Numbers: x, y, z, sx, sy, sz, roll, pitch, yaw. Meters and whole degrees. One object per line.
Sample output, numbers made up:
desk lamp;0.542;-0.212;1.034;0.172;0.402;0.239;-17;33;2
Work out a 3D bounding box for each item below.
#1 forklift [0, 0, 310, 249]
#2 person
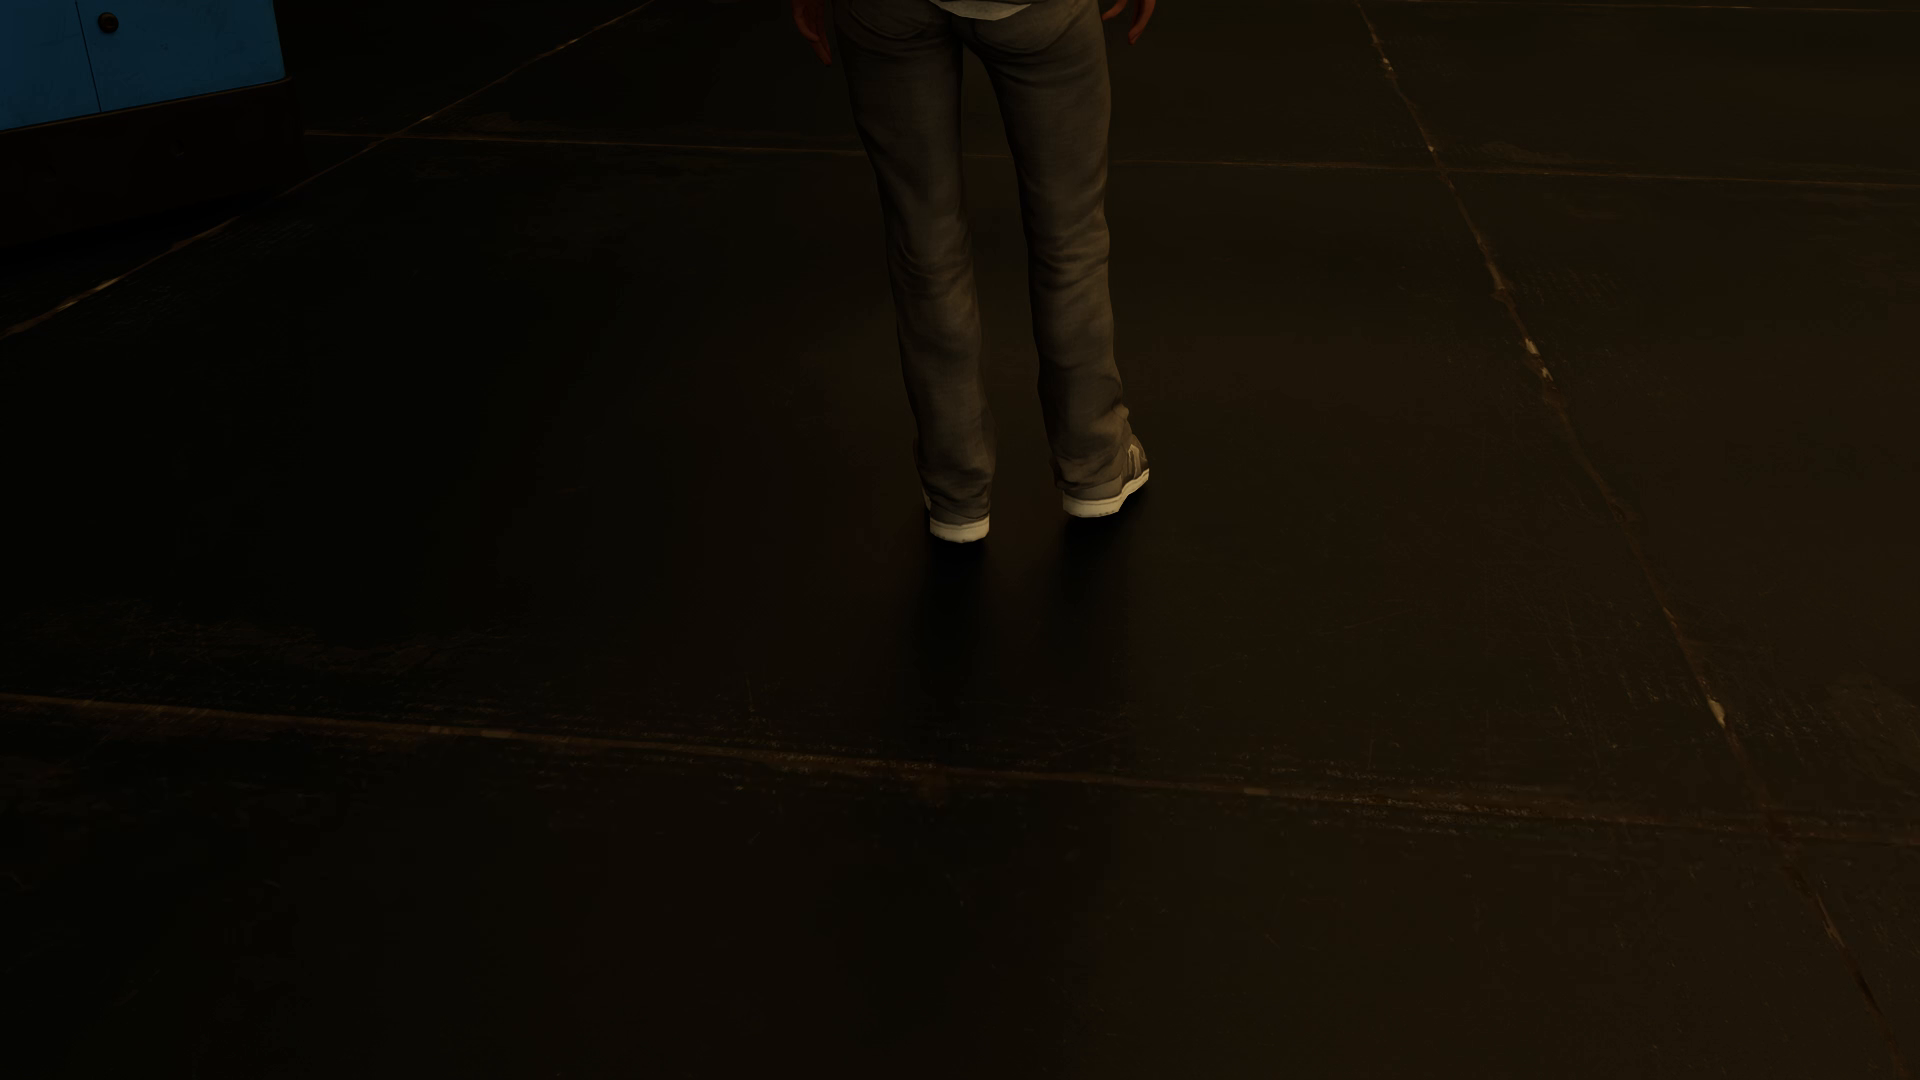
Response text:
forklift;-3.121;-2.385;3.997;3.031;2.935;1.130;18;32;32
person;0.024;-0.753;2.204;0.521;1.596;0.475;3;27;7
